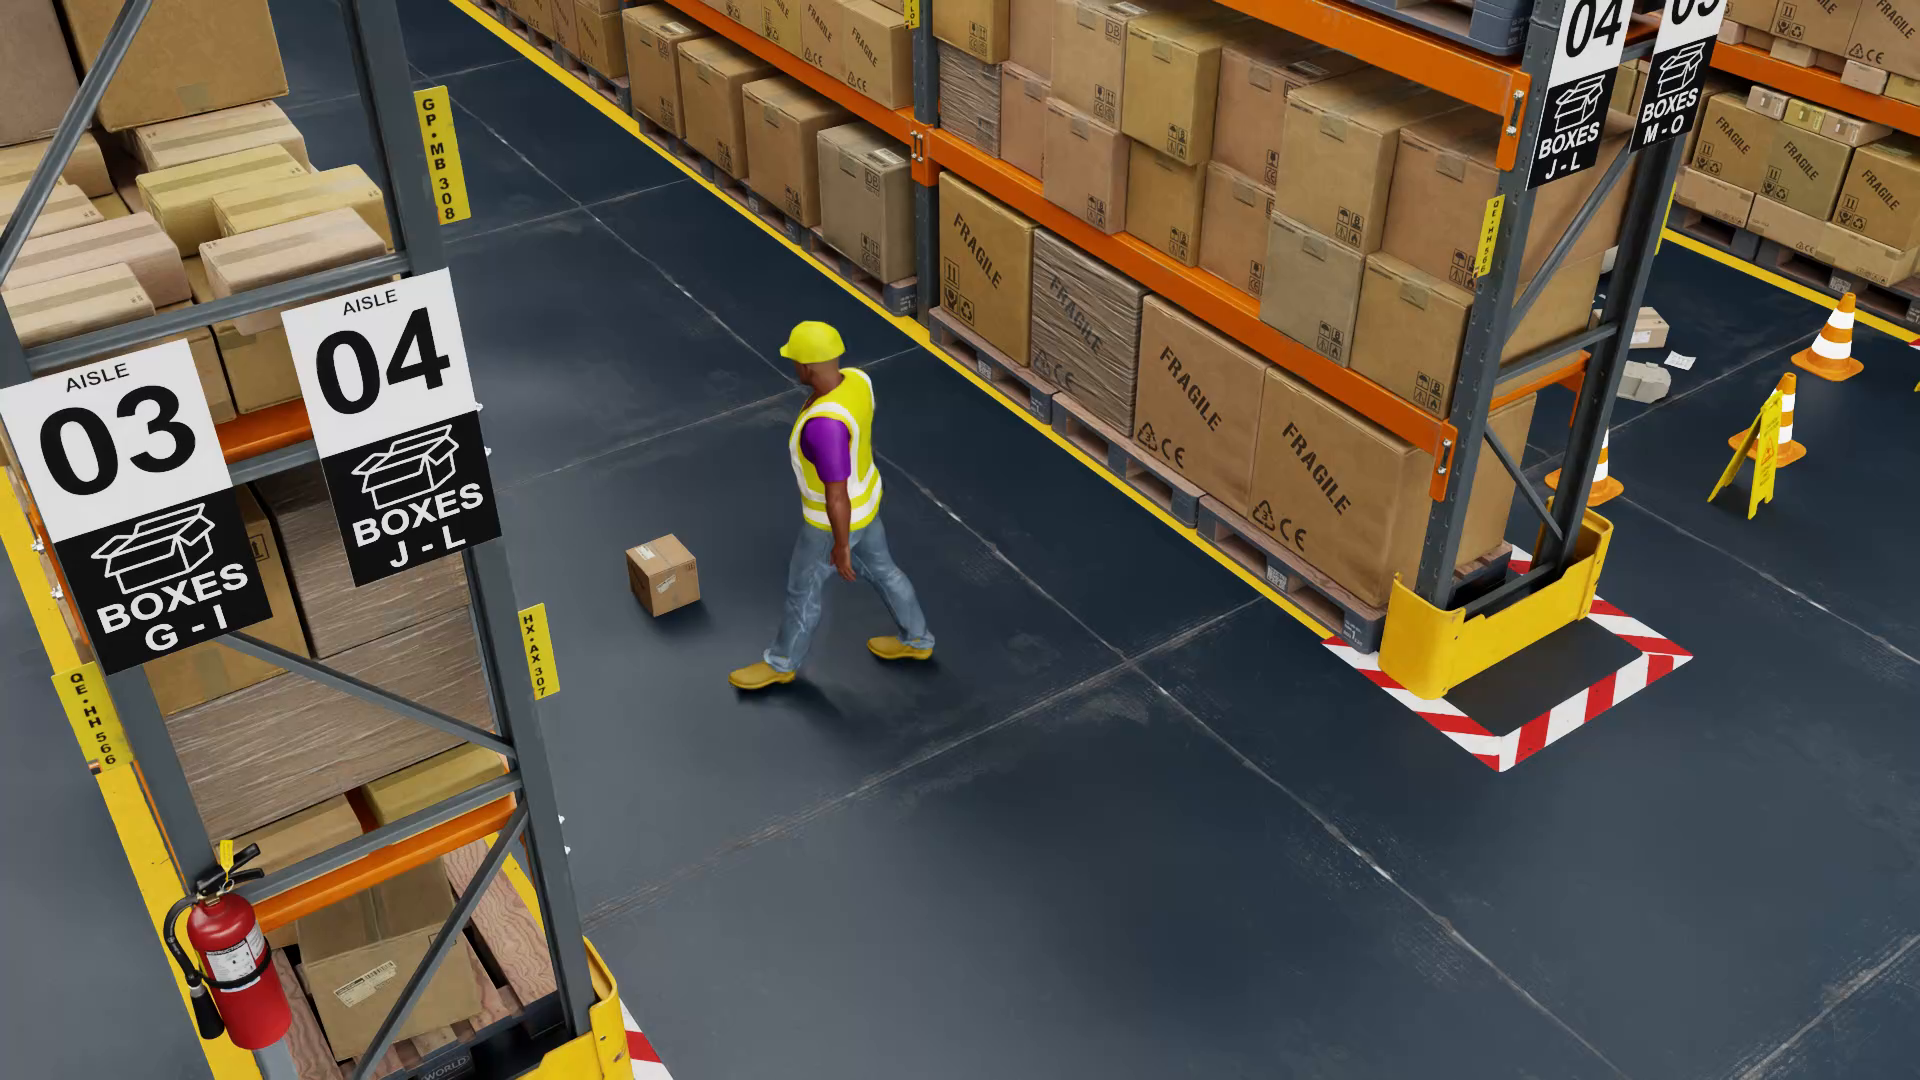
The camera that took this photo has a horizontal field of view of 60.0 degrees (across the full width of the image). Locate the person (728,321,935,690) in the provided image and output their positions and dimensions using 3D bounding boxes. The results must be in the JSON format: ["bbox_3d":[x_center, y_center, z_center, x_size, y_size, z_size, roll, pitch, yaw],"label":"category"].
[{"bbox_3d":[-0.561,-0.155,7.184,0.878,1.725,0.649,7,37,9],"label":"person"}]
